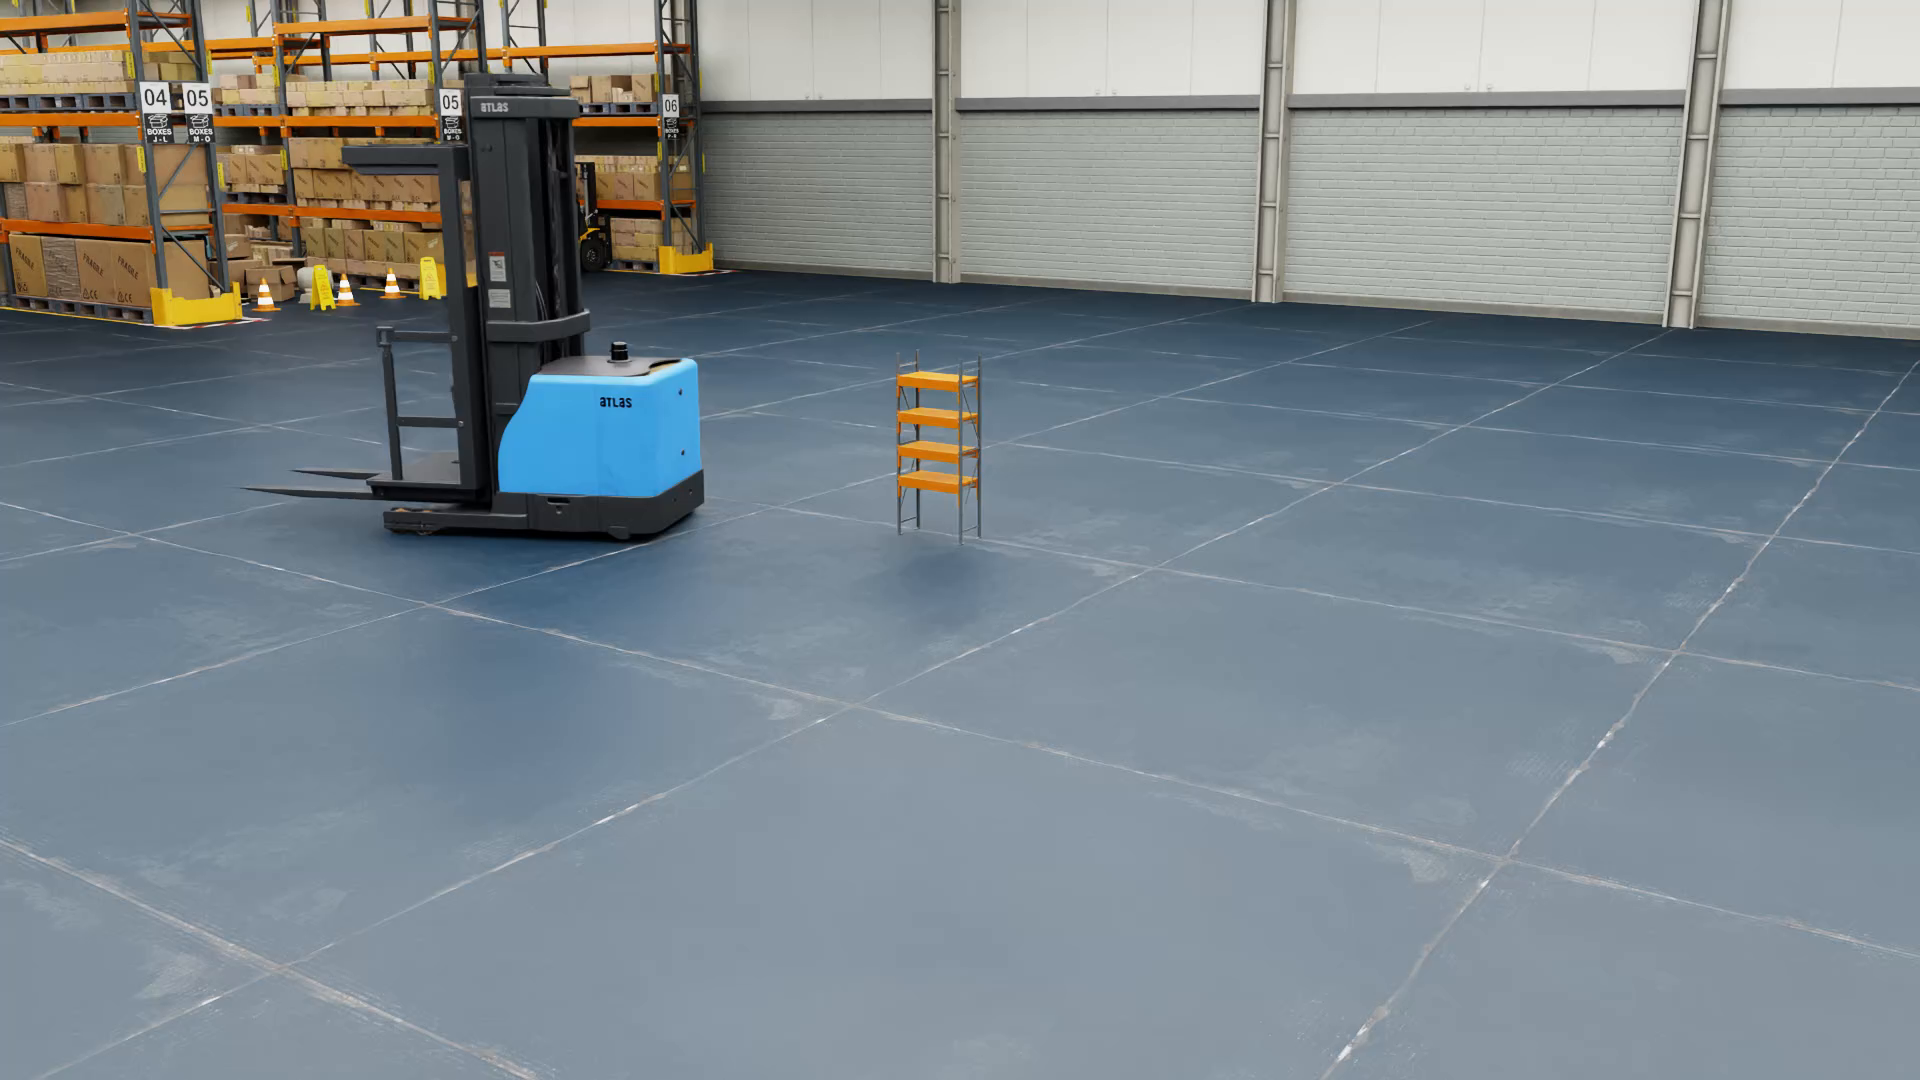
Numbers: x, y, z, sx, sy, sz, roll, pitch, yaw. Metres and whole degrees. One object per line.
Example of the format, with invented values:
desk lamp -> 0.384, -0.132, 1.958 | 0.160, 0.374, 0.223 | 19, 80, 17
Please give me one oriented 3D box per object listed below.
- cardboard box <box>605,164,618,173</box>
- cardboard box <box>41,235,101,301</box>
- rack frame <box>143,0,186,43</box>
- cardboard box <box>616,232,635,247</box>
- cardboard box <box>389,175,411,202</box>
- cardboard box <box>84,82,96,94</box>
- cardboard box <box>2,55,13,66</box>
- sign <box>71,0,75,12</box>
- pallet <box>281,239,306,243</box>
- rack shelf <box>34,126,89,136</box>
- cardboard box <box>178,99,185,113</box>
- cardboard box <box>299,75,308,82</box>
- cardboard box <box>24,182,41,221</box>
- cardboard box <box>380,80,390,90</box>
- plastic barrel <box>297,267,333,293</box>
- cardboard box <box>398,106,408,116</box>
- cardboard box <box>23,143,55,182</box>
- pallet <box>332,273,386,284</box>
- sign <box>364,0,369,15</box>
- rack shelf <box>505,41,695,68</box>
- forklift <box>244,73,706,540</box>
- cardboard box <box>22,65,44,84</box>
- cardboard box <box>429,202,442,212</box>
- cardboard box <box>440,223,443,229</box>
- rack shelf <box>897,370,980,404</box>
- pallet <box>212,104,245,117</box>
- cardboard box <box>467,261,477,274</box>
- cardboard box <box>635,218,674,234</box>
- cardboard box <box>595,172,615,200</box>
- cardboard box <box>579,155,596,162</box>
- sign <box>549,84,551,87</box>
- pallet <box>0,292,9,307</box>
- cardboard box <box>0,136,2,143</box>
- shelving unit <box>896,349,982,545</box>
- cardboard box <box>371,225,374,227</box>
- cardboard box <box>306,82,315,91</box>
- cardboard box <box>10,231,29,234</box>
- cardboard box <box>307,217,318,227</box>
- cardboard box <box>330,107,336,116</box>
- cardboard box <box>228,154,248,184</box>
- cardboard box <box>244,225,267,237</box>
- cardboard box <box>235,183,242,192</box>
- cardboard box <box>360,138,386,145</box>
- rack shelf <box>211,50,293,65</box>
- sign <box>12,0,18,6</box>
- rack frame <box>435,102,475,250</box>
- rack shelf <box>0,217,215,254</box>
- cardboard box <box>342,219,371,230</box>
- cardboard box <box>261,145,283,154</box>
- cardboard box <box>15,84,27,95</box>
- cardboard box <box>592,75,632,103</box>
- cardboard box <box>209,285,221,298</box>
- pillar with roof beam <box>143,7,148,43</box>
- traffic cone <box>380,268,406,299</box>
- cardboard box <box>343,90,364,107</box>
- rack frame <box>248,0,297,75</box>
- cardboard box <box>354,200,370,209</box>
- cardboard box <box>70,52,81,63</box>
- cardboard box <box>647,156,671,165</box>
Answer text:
cardboard box -> -6.430, -6.973, 31.192 | 0.250, 0.149, 0.380 | 9, 16, 31
cardboard box -> -12.661, -3.982, 24.212 | 0.875, 0.875, 0.875 | 9, 17, 33
rack frame -> -18.406, -11.540, 38.712 | 0.127, 3.000, 1.000 | 9, 17, 33
cardboard box -> -6.118, -5.666, 31.277 | 0.500, 0.250, 0.500 | 9, 17, 32
cardboard box -> -8.913, -5.770, 27.064 | 0.500, 0.500, 0.500 | 9, 17, 33
cardboard box -> -11.672, -6.157, 22.651 | 0.250, 0.149, 0.380 | 9, 17, 33
cardboard box -> -13.360, -6.816, 23.656 | 0.250, 0.149, 0.380 | 9, 17, 32
sign -> -17.561, -10.615, 32.867 | 0.005, 0.325, 0.100 | 9, 17, 33
pallet -> -14.390, -6.636, 37.191 | 1.213, 0.211, 1.003 | 9, 17, 33
rack shelf -> -16.194, -7.939, 31.908 | 4.000, 0.370, 1.077 | 9, 17, 33
cardboard box -> -13.754, -7.940, 30.205 | 0.500, 0.500, 0.700 | 9, 17, 33
cardboard box -> -11.896, -8.081, 29.380 | 0.500, 0.250, 0.500 | 9, 16, 32
cardboard box -> -13.112, -4.984, 24.402 | 0.550, 0.550, 0.875 | 9, 17, 33
cardboard box -> -9.137, -7.351, 26.895 | 0.250, 0.149, 0.380 | 9, 17, 33
plastic barrel -> -10.455, -4.216, 26.974 | 0.512, 0.421, 0.421 | -4, 14, -16
cardboard box -> -8.775, -6.887, 26.682 | 0.250, 0.149, 0.380 | 10, 17, 34
cardboard box -> -13.086, -5.518, 24.310 | 0.550, 0.550, 0.875 | 9, 17, 33
pallet -> -10.638, -4.591, 28.931 | 1.213, 0.211, 1.003 | 9, 17, 33
sign -> -12.062, -10.849, 33.814 | 0.005, 0.325, 0.100 | 9, 17, 33
rack shelf -> -6.789, -9.119, 31.262 | 4.000, 0.370, 1.077 | 9, 17, 33
forklift -> -3.337, -1.575, 11.088 | 3.031, 2.935, 1.130 | 2, 14, 10
cardboard box -> -12.806, -6.551, 23.414 | 0.500, 0.250, 0.500 | 9, 16, 32
cardboard box -> -8.326, -5.377, 26.825 | 0.250, 0.149, 0.380 | 10, 17, 35
cardboard box -> -10.152, -6.343, 34.273 | 0.625, 0.625, 0.875 | 8, 16, 31
rack shelf -> -0.137, -0.986, 10.674 | 0.480, 0.148, 0.258 | 9, 17, 33
pallet -> -12.531, -7.635, 29.574 | 1.003, 0.211, 1.213 | 9, 17, 33
cardboard box -> -8.411, -4.524, 27.704 | 0.500, 0.250, 0.500 | 9, 17, 32
cardboard box -> -5.685, -5.836, 30.923 | 0.500, 0.250, 0.500 | 10, 17, 35
cardboard box -> -6.535, -6.684, 31.374 | 0.500, 0.500, 0.500 | 9, 16, 32
cardboard box -> -7.019, -7.237, 31.640 | 0.250, 0.149, 0.380 | 9, 17, 33
sign -> -8.140, -8.874, 32.948 | 0.005, 0.325, 0.100 | 9, 17, 33
pallet -> -14.576, -3.762, 25.582 | 1.213, 0.211, 1.003 | 9, 17, 33
cardboard box -> -19.312, -8.111, 33.710 | 0.250, 0.149, 0.380 | 9, 16, 32
shelving unit -> -0.137, -0.605, 10.769 | 0.503, 1.200, 0.258 | 9, 17, 33
cardboard box -> -10.152, -5.167, 28.743 | 0.500, 0.500, 0.500 | 10, 17, 34
cardboard box -> -10.690, -7.576, 27.804 | 0.250, 0.149, 0.380 | 9, 16, 31
cardboard box -> -19.058, -6.287, 34.434 | 0.875, 0.438, 0.875 | 9, 16, 31
cardboard box -> -13.952, -6.835, 36.518 | 0.500, 0.500, 0.500 | 9, 16, 31
cardboard box -> -10.239, -7.134, 27.682 | 0.250, 0.149, 0.380 | 9, 16, 31
cardboard box -> -12.564, -6.578, 29.451 | 0.500, 0.500, 0.500 | 10, 17, 35
cardboard box -> -16.009, -7.032, 37.803 | 0.258, 0.266, 0.396 | 10, 17, 35
cardboard box -> -12.635, -6.264, 29.532 | 0.250, 0.149, 0.380 | 9, 17, 33
cardboard box -> -9.338, -6.312, 27.171 | 0.500, 0.500, 0.700 | 9, 16, 32
rack shelf -> -16.746, -10.921, 37.715 | 4.000, 0.370, 1.077 | 9, 17, 33
sign -> -18.184, -10.436, 31.980 | 0.005, 0.325, 0.100 | 9, 17, 33
rack frame -> -7.896, -5.492, 26.765 | 0.127, 3.000, 1.000 | 9, 17, 33
rack shelf -> -12.235, -4.410, 23.893 | 4.000, 0.370, 1.077 | 9, 17, 33
cardboard box -> -10.154, -5.310, 27.970 | 0.250, 0.149, 0.380 | 10, 17, 36
cardboard box -> -12.367, -6.998, 29.801 | 0.250, 0.149, 0.380 | 10, 17, 36
cardboard box -> -13.152, -6.396, 23.615 | 0.250, 0.149, 0.380 | 9, 16, 32
cardboard box -> -6.427, -8.407, 31.009 | 0.500, 0.500, 0.700 | 9, 17, 33
cardboard box -> -11.440, -3.837, 25.771 | 0.258, 0.266, 0.396 | 13, 19, 42
pillar with roof beam -> -22.542, -11.223, 37.431 | 0.400, 9.000, 9.100 | 9, 17, 33
traffic cone -> -8.973, -4.061, 26.264 | 0.334, 0.463, 0.336 | 9, 17, 33
cardboard box -> -9.741, -7.238, 27.269 | 0.500, 0.250, 0.500 | 9, 17, 33
rack frame -> -15.086, -11.003, 36.545 | 0.127, 3.000, 1.000 | 9, 17, 33
cardboard box -> -9.852, -5.598, 27.718 | 0.250, 0.149, 0.380 | 9, 17, 33
cardboard box -> -11.885, -6.578, 22.694 | 0.250, 0.149, 0.380 | 9, 17, 33
cardboard box -> -5.544, -6.996, 30.663 | 0.250, 0.149, 0.380 | 9, 17, 33
